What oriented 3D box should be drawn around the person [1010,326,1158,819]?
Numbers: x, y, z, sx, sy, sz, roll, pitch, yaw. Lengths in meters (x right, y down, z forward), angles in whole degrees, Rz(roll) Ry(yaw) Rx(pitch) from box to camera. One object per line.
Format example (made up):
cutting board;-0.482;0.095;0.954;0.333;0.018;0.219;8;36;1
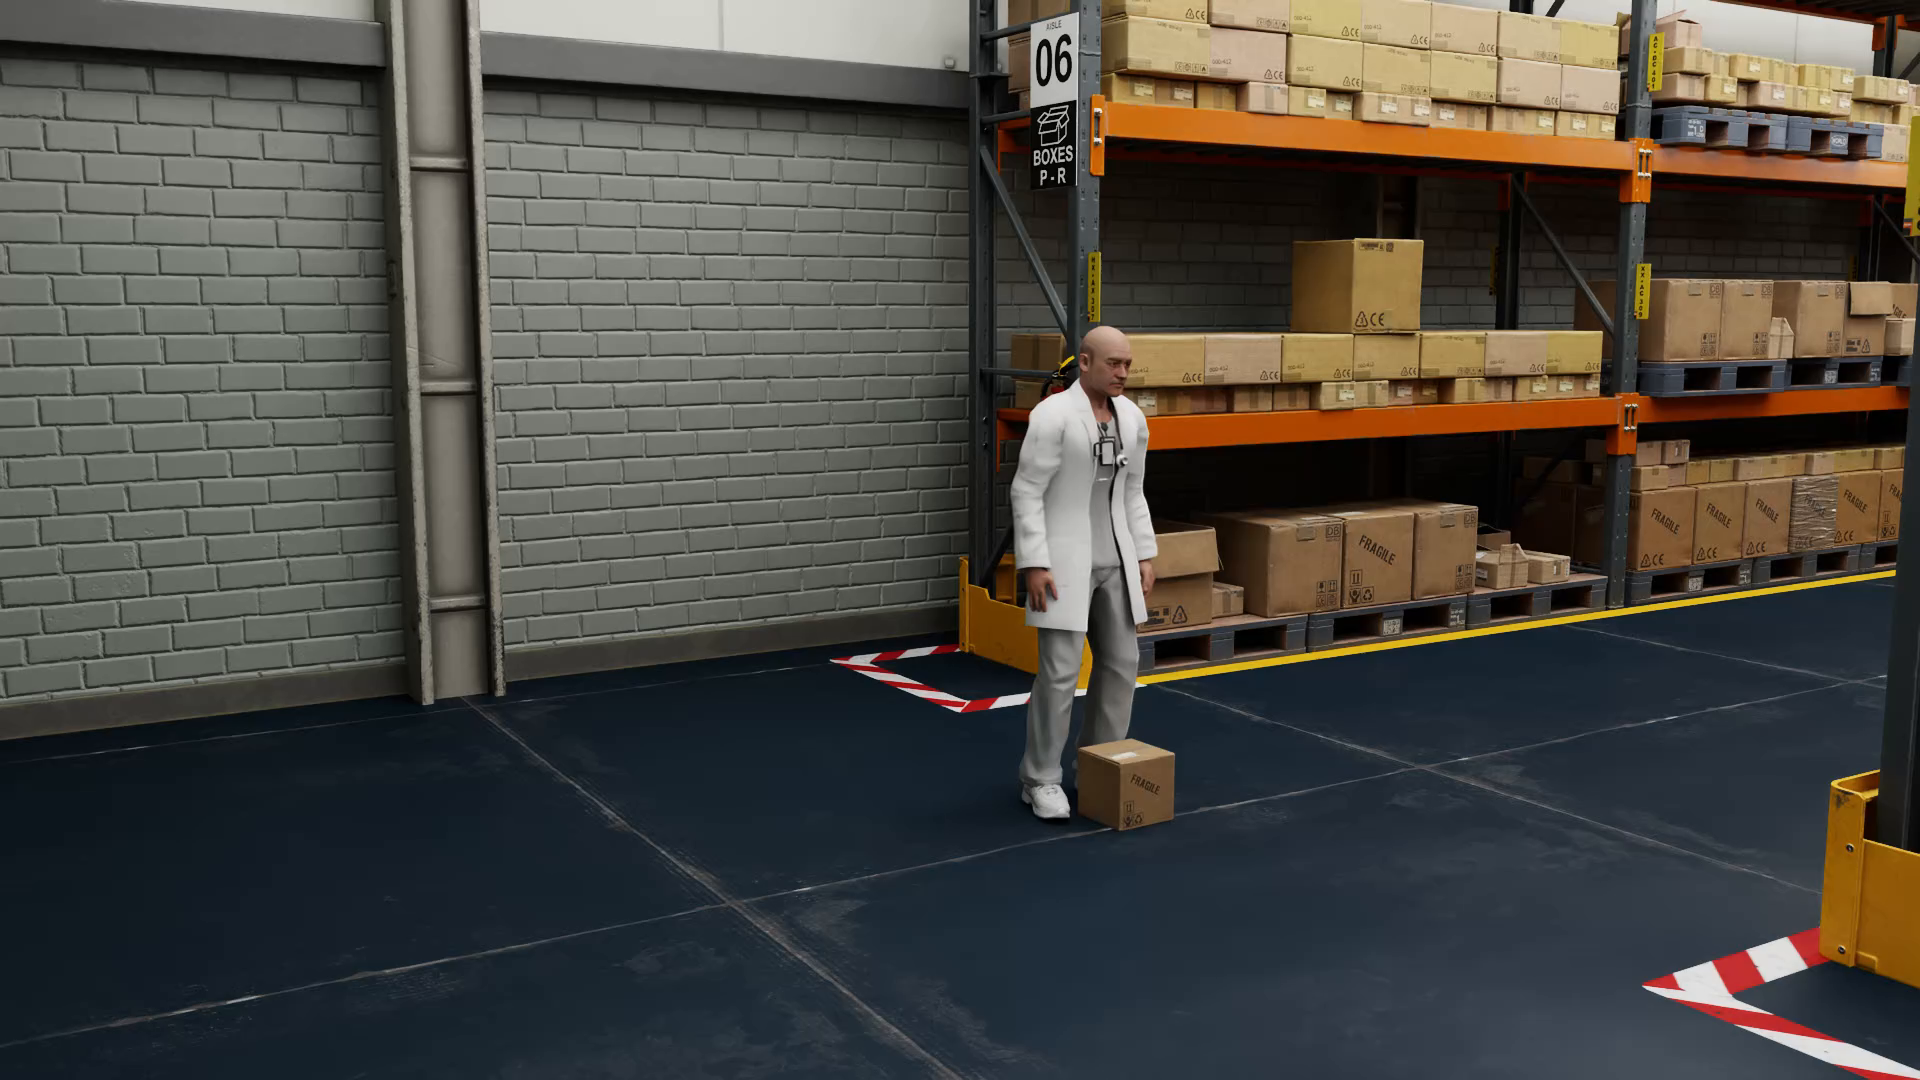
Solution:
person;0.477;0.102;6.151;0.646;1.772;0.429;-5;10;-34
